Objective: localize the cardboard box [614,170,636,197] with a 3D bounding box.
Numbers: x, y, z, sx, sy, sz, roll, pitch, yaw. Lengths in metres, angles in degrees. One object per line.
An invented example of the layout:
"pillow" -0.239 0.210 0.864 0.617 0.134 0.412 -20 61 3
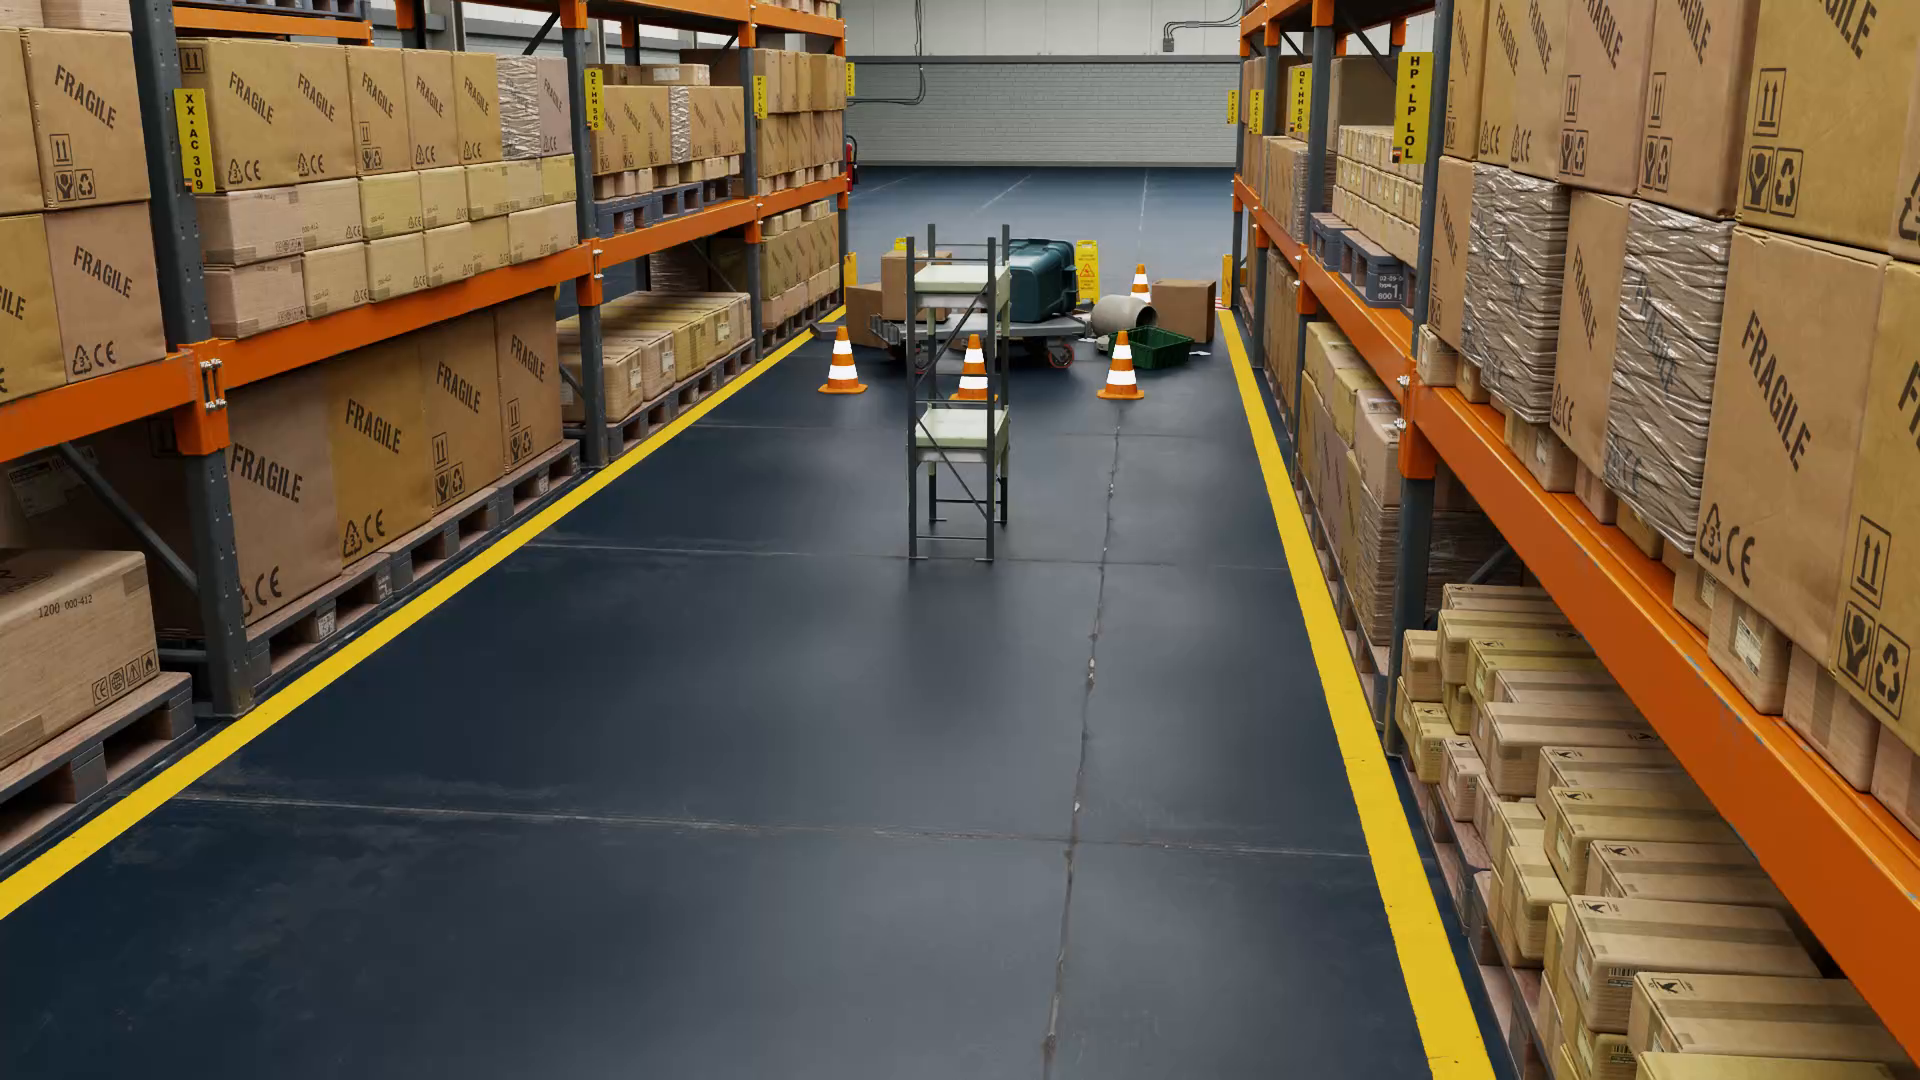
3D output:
"cardboard box" -2.202 -2.184 10.170 0.380 0.149 0.250 1 15 3

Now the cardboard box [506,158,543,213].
"cardboard box" -2.422 -1.785 8.346 0.500 0.250 0.500 1 15 5

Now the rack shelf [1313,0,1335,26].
"rack shelf" 2.139 -2.345 6.718 1.077 0.370 4.000 2 15 6

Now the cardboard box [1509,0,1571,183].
"cardboard box" 1.489 -1.025 3.529 0.500 0.500 0.500 2 15 7

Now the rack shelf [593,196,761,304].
"rack shelf" -2.340 -2.054 11.388 1.077 0.370 4.000 2 15 6

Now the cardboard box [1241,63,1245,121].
"cardboard box" 3.187 -4.336 16.095 0.875 0.550 0.550 2 15 6

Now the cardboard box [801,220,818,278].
"cardboard box" -1.613 -2.713 15.474 0.500 0.500 0.500 1 15 5

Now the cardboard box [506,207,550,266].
"cardboard box" -2.407 -1.538 8.390 0.500 0.250 0.500 2 15 7

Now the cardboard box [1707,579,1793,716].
"cardboard box" 1.302 0.145 2.361 0.380 0.149 0.250 2 15 8

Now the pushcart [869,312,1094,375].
"pushcart" 0.157 -1.600 13.354 1.648 0.377 0.936 -4 16 -13

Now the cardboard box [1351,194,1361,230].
"cardboard box" 2.024 -1.524 7.729 0.380 0.149 0.250 2 15 9

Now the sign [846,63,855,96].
"sign" -1.114 -4.647 16.777 0.100 0.325 0.005 2 15 6

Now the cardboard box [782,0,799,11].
"cardboard box" -1.603 -4.652 14.353 0.380 0.149 0.250 1 15 5

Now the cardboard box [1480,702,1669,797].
"cardboard box" 1.482 0.513 4.035 0.380 0.149 0.250 2 15 7

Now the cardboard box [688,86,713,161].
"cardboard box" -2.057 -2.925 11.668 0.500 0.500 0.500 2 15 8

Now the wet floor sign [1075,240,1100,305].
"wet floor sign" 1.303 -2.767 17.158 0.267 0.644 0.232 -1 15 -3

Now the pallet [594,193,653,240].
"pallet" -2.591 -1.977 10.096 1.213 0.211 1.003 2 15 6

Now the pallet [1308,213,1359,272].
"pallet" 2.390 -1.482 8.264 1.213 0.211 1.003 2 15 6

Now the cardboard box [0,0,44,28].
"cardboard box" -2.873 -1.534 4.740 0.380 0.149 0.250 2 15 8

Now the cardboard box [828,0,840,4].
"cardboard box" -1.453 -5.336 16.118 0.500 0.250 0.500 2 15 6

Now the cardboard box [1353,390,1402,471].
"cardboard box" 1.817 -0.417 6.504 0.500 0.250 0.500 2 15 9

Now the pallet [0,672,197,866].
"pallet" -3.180 0.696 5.182 1.003 0.211 1.213 2 15 6

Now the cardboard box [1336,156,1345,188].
"cardboard box" 2.110 -1.868 8.431 0.380 0.149 0.250 2 15 9

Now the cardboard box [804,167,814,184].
"cardboard box" -1.567 -3.399 15.466 0.380 0.149 0.250 2 15 6

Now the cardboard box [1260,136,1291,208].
"cardboard box" 2.489 -2.720 12.282 0.500 0.500 0.500 2 15 7

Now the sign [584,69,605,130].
"sign" -2.014 -2.426 9.167 0.100 0.325 0.005 2 15 6

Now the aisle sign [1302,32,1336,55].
"aisle sign" 3.573 -5.102 16.303 0.394 0.787 0.004 2 15 6

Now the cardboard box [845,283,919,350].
"cardboard box" -0.641 -1.952 14.418 0.500 0.500 0.500 -14 20 -42

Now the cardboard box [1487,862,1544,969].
"cardboard box" 1.447 0.871 3.851 0.380 0.149 0.250 1 15 5

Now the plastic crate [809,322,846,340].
"plastic crate" -1.122 -1.893 15.010 0.402 0.080 0.583 -4 16 -13

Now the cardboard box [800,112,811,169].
"cardboard box" -1.647 -3.610 15.003 0.500 0.500 0.500 2 15 7

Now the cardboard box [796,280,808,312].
"cardboard box" -1.673 -2.216 15.076 0.500 0.250 0.500 1 15 6

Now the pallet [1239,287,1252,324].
"pallet" 3.255 -2.282 16.196 1.003 0.211 1.213 2 15 6

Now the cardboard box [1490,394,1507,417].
"cardboard box" 1.623 -0.400 4.376 0.380 0.149 0.250 1 15 4

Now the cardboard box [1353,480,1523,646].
"cardboard box" 1.746 0.079 6.106 0.500 0.500 0.500 1 15 5

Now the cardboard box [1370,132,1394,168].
"cardboard box" 1.973 -1.676 7.151 0.380 0.149 0.250 2 15 8

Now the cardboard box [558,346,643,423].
"cardboard box" -2.492 -0.963 10.205 0.950 0.372 0.625 1 15 2

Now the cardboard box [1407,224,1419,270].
"cardboard box" 1.820 -1.047 5.965 0.380 0.149 0.250 2 15 6

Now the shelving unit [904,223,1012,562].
"shelving unit" 0.001 -0.726 7.973 0.431 1.500 0.755 2 15 6

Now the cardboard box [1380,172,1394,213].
"cardboard box" 1.907 -1.401 6.704 0.380 0.149 0.250 2 15 7

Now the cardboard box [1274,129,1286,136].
"cardboard box" 2.845 -2.968 13.106 0.875 0.550 0.550 2 15 6

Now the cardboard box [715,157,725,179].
"cardboard box" -1.939 -2.724 12.165 0.380 0.149 0.250 1 15 5

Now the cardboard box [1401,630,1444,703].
"cardboard box" 1.554 0.389 5.063 0.380 0.149 0.250 2 15 9

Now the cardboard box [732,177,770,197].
"cardboard box" -1.760 -2.871 13.513 0.380 0.149 0.250 2 15 6

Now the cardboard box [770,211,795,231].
"cardboard box" -1.649 -2.779 14.477 0.380 0.149 0.250 2 15 8

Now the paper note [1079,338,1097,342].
"paper note" 1.151 -1.769 14.661 0.172 0.023 0.155 7 17 25

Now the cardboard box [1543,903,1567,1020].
"cardboard box" 1.388 0.862 3.317 0.380 0.149 0.250 2 15 9

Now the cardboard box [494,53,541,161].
"cardboard box" -2.414 -2.138 8.215 0.500 0.500 0.500 2 15 7

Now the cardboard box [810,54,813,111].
"cardboard box" -1.718 -4.101 14.905 0.700 0.500 0.500 2 15 6

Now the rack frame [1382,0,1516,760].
"rack frame" 1.913 -0.725 5.097 1.000 3.000 0.127 2 15 6

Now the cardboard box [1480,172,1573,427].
"cardboard box" 1.465 -0.538 3.643 0.500 0.500 0.500 1 15 5

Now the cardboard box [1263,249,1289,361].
"cardboard box" 2.835 -1.753 12.404 1.050 0.750 0.750 2 15 6
